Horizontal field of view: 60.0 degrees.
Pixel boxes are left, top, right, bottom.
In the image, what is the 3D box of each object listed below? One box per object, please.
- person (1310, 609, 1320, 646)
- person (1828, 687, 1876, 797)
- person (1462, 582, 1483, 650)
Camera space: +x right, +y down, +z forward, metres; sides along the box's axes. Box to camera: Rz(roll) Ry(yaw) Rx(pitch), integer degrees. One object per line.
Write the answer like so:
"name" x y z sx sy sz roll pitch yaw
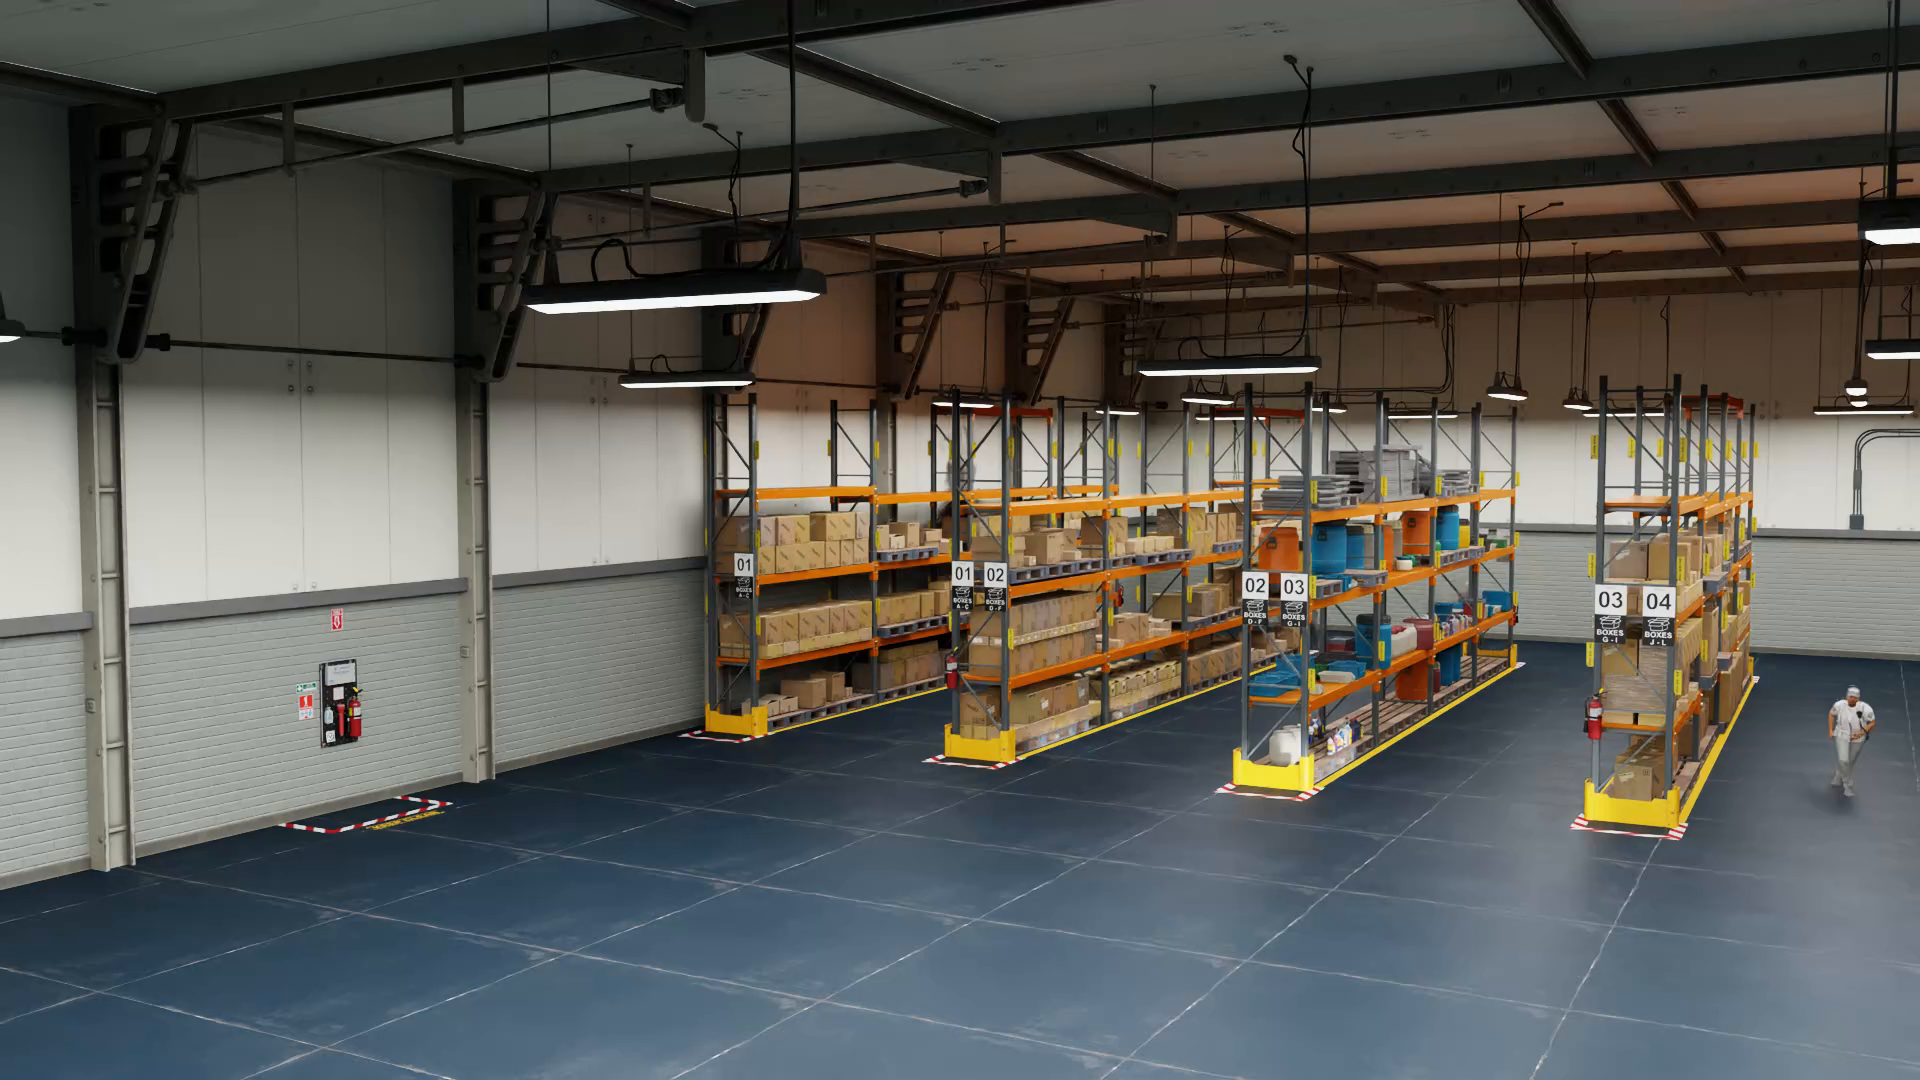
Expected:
"person" 8.941 1.908 42.120 0.589 1.645 0.960 -3 4 -41
"person" 13.011 2.924 24.287 0.603 1.625 0.868 1 3 24
"person" 12.458 1.911 40.812 1.047 1.790 0.719 2 4 39
